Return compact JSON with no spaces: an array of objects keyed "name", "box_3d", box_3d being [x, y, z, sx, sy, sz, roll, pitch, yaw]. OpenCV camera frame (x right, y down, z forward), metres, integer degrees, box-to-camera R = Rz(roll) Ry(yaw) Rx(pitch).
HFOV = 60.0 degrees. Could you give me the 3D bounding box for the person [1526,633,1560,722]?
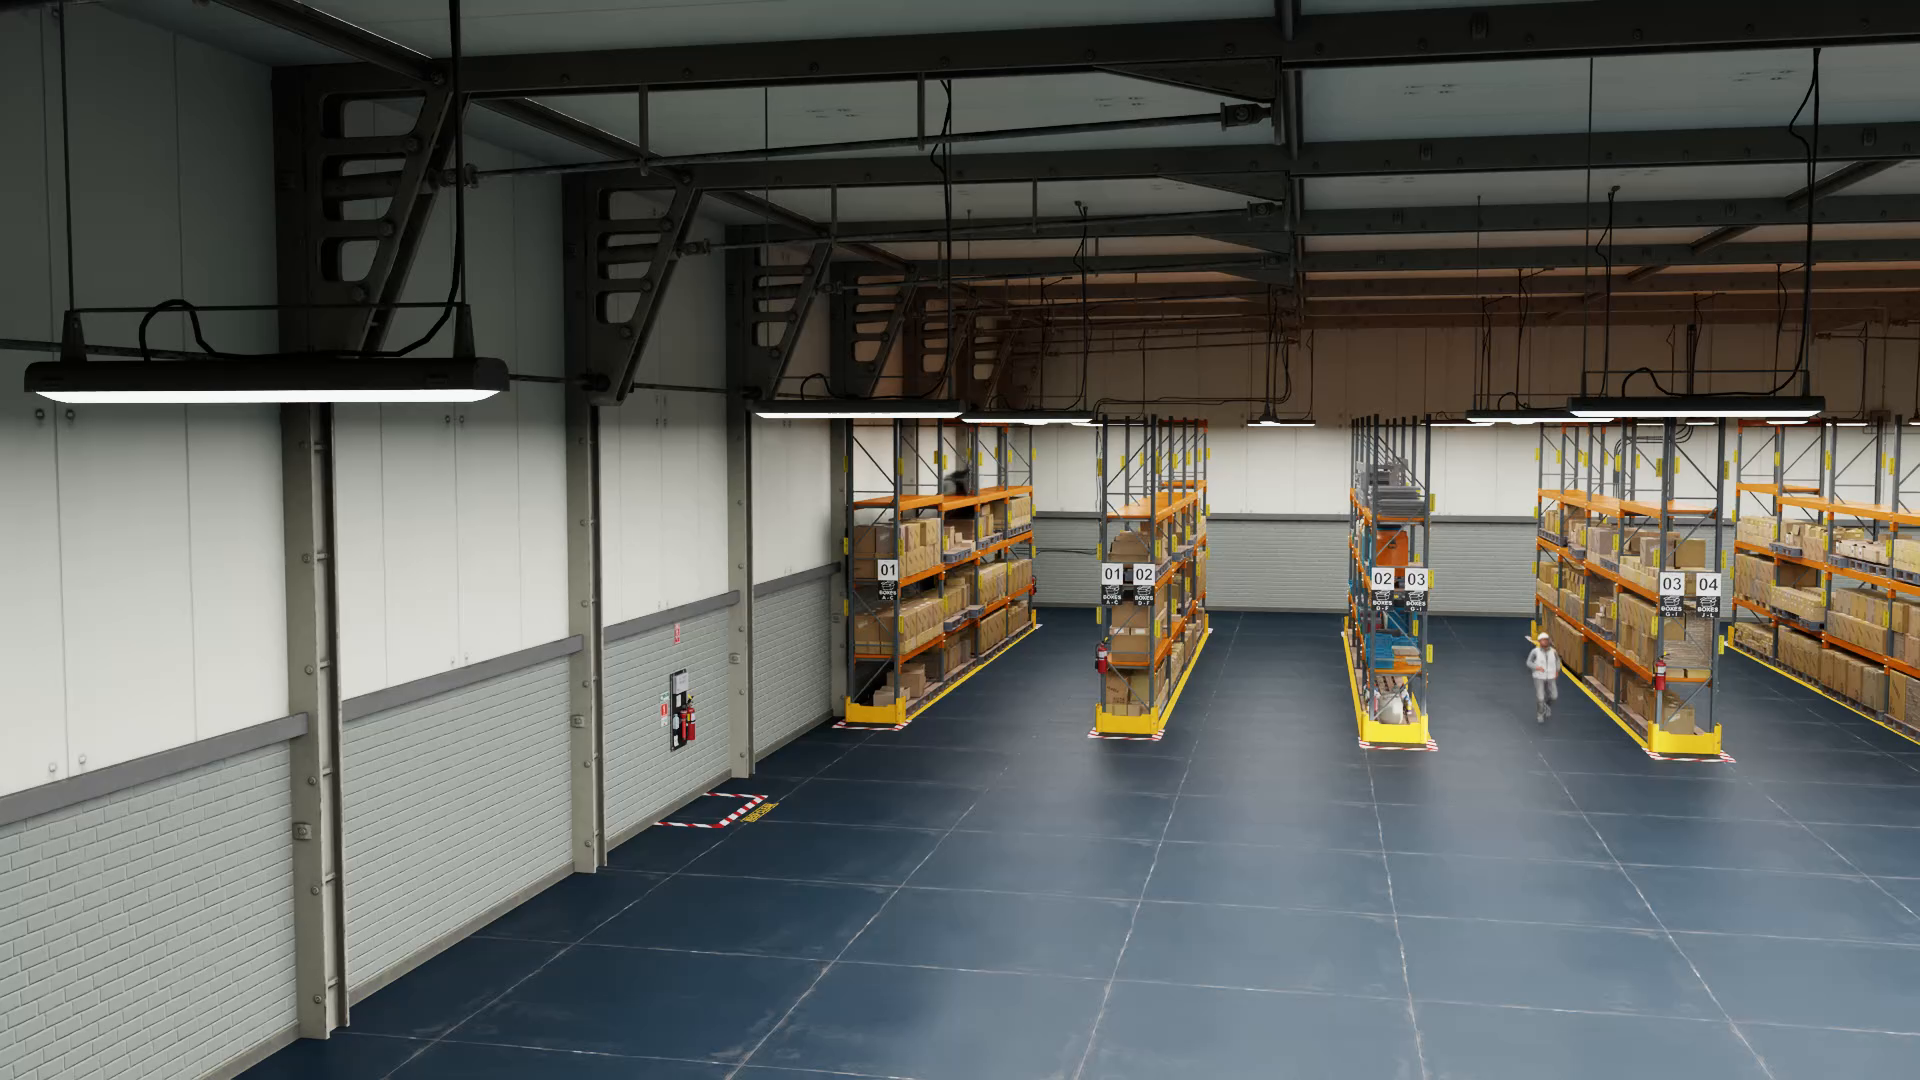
[{"name":"person","box_3d":[11.423,2.689,32.466,0.708,1.741,0.555,0,4,1]}]
